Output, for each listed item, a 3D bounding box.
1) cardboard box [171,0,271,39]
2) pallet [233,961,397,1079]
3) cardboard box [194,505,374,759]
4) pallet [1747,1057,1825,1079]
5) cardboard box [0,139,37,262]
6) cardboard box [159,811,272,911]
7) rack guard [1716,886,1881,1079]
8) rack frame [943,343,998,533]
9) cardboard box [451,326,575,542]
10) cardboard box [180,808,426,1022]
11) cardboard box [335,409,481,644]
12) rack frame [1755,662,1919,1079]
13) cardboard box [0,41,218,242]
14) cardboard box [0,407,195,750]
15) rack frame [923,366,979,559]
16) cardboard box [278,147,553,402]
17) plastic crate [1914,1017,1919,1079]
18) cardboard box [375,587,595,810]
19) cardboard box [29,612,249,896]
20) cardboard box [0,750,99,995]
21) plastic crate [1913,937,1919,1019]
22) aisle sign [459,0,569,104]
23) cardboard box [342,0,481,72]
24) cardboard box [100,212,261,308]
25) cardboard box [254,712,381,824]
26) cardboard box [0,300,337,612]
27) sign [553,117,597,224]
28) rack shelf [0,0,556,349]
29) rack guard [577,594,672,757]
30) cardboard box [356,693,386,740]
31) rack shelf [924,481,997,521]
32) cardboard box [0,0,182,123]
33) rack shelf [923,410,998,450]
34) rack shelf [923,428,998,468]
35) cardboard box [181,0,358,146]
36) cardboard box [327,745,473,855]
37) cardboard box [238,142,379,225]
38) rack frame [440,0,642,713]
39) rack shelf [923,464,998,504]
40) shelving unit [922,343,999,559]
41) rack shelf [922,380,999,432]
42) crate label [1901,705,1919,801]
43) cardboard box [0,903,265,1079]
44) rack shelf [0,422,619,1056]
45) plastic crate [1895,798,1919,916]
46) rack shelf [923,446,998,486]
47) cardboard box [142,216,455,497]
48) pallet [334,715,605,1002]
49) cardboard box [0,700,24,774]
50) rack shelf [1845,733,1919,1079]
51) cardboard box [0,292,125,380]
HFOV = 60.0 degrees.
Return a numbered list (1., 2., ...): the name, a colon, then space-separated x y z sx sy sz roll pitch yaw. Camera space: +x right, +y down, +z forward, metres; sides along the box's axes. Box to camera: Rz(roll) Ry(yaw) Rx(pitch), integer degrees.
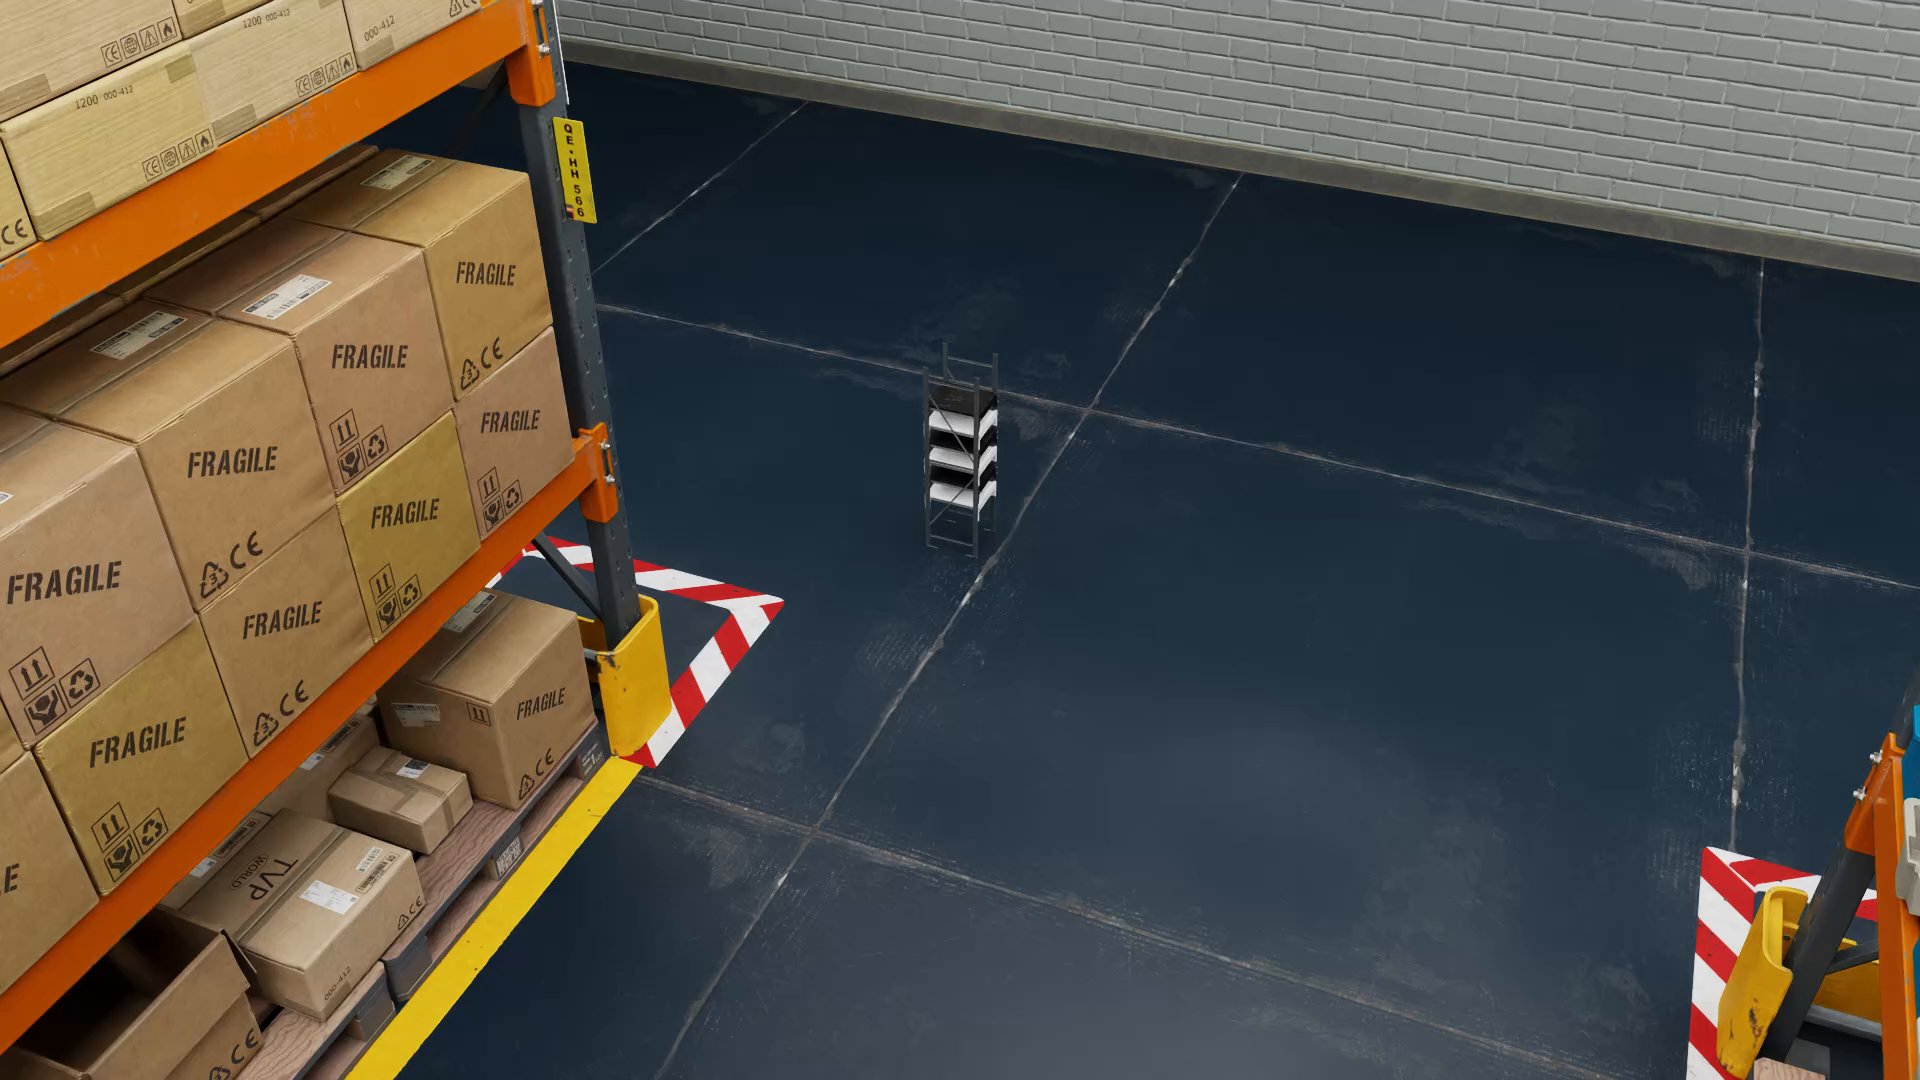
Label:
1. cardboard box: -1.812 -1.377 3.789 0.500 0.250 0.500 14 39 18
2. pallet: -2.459 1.619 4.908 1.003 0.211 1.213 14 39 18
3. cardboard box: -1.970 0.178 4.423 0.500 0.500 0.500 14 39 18
4. pallet: 2.568 2.040 4.344 1.003 0.211 1.213 14 39 18
5. cardboard box: -2.198 -0.625 3.200 0.500 0.250 0.500 14 39 18
6. cardboard box: -2.512 1.060 5.255 0.500 0.250 0.500 14 39 18
7. rack guard: 2.914 1.460 4.879 1.175 0.500 0.348 14 39 18
8. rack frame: 0.042 -0.421 7.062 0.240 0.900 0.006 14 39 18
9. cardboard box: -1.581 -0.385 5.176 0.500 0.500 0.500 15 39 19
10. cardboard box: -2.030 1.146 5.140 0.500 0.250 0.500 14 39 18
11. cardboard box: -1.775 -0.097 4.791 0.500 0.500 0.500 14 39 18
12. rack frame: 2.917 0.475 4.109 1.000 3.000 0.127 14 39 18
13. cardboard box: -1.992 -0.898 3.566 0.500 0.250 0.500 14 39 18
14. cardboard box: -2.157 0.066 3.738 0.500 0.500 0.500 15 39 19
15. rack frame: -0.036 -0.309 6.911 0.240 0.900 0.006 14 39 18
16. cardboard box: -1.577 -0.787 4.878 0.500 0.500 0.500 14 39 17
17. plastic crate: 2.062 1.153 3.372 0.250 0.136 0.298 14 39 18
18. cardboard box: -1.641 0.527 5.760 0.500 0.500 0.500 14 39 18
19. cardboard box: -2.162 0.457 4.050 0.500 0.500 0.500 13 39 17
20. cardboard box: -2.354 0.739 3.673 0.500 0.500 0.500 14 39 18
21. plastic crate: 2.268 0.945 3.571 0.416 0.233 0.300 14 39 18
22. aisle sign: -1.353 -1.664 4.800 0.394 0.787 0.004 14 39 18
23. cardboard box: -1.614 -1.452 4.307 0.500 0.250 0.500 14 39 18
24. cardboard box: -2.267 -0.619 4.654 0.500 0.500 0.500 14 39 18
25. cardboard box: -2.322 0.783 5.626 0.500 0.250 0.500 14 39 18
26. cardboard box: -1.962 -0.219 4.118 0.500 0.500 0.500 15 39 19
27. sign: -1.156 -1.108 4.996 0.100 0.325 0.005 14 39 18
28. rack shelf: -2.423 -0.461 3.457 1.077 0.370 4.000 14 39 18
29. rack guard: -1.691 0.388 6.313 1.175 0.500 0.348 14 39 18
30. cardboard box: -2.234 0.596 5.947 0.380 0.166 0.250 14 39 18
31. rack shelf: 0.003 -0.194 7.114 0.258 0.077 0.200 14 39 18
32. cardboard box: -2.006 -1.101 3.420 0.500 0.250 0.500 14 39 18
33. rack shelf: 0.003 -0.482 6.899 0.258 0.077 0.200 14 39 18
34. rack shelf: 0.003 -0.410 6.953 0.258 0.077 0.200 14 39 18
35. cardboard box: -1.814 -1.178 3.940 0.500 0.250 0.500 14 39 18
36. cardboard box: -1.879 0.864 5.587 0.380 0.166 0.250 14 39 18
37. cardboard box: -2.075 -0.910 5.043 0.500 0.500 0.500 15 39 19
38. rack frame: -1.662 -0.655 5.621 1.000 3.000 0.127 14 39 18
39. rack shelf: 0.003 -0.266 7.060 0.258 0.077 0.200 14 39 18
40. shelving unit: 0.003 -0.365 6.987 0.258 0.900 0.210 14 39 18
41. rack shelf: 0.003 -0.555 6.845 0.258 0.077 0.200 14 39 18
42. crate label: 2.519 0.580 4.058 0.416 0.233 0.303 14 39 18
43. cardboard box: -2.474 1.342 4.667 0.797 0.503 0.637 14 39 18
44. rack shelf: -2.423 0.740 4.355 1.077 0.370 4.000 14 39 18
45. plastic crate: 2.320 0.777 3.875 0.250 0.136 0.298 14 39 18
46. rack shelf: 0.003 -0.338 7.007 0.258 0.077 0.200 14 39 18
47. cardboard box: -1.769 -0.507 4.504 0.500 0.500 0.500 15 39 19
48. pallet: -1.993 0.946 5.809 1.003 0.211 1.213 14 39 18
49. cardboard box: -2.353 0.352 3.355 0.500 0.500 0.500 13 39 16
50. rack shelf: 2.156 1.871 2.842 1.077 0.370 4.000 14 39 18
51. cardboard box: -2.462 -0.343 4.285 0.500 0.500 0.500 14 39 18
